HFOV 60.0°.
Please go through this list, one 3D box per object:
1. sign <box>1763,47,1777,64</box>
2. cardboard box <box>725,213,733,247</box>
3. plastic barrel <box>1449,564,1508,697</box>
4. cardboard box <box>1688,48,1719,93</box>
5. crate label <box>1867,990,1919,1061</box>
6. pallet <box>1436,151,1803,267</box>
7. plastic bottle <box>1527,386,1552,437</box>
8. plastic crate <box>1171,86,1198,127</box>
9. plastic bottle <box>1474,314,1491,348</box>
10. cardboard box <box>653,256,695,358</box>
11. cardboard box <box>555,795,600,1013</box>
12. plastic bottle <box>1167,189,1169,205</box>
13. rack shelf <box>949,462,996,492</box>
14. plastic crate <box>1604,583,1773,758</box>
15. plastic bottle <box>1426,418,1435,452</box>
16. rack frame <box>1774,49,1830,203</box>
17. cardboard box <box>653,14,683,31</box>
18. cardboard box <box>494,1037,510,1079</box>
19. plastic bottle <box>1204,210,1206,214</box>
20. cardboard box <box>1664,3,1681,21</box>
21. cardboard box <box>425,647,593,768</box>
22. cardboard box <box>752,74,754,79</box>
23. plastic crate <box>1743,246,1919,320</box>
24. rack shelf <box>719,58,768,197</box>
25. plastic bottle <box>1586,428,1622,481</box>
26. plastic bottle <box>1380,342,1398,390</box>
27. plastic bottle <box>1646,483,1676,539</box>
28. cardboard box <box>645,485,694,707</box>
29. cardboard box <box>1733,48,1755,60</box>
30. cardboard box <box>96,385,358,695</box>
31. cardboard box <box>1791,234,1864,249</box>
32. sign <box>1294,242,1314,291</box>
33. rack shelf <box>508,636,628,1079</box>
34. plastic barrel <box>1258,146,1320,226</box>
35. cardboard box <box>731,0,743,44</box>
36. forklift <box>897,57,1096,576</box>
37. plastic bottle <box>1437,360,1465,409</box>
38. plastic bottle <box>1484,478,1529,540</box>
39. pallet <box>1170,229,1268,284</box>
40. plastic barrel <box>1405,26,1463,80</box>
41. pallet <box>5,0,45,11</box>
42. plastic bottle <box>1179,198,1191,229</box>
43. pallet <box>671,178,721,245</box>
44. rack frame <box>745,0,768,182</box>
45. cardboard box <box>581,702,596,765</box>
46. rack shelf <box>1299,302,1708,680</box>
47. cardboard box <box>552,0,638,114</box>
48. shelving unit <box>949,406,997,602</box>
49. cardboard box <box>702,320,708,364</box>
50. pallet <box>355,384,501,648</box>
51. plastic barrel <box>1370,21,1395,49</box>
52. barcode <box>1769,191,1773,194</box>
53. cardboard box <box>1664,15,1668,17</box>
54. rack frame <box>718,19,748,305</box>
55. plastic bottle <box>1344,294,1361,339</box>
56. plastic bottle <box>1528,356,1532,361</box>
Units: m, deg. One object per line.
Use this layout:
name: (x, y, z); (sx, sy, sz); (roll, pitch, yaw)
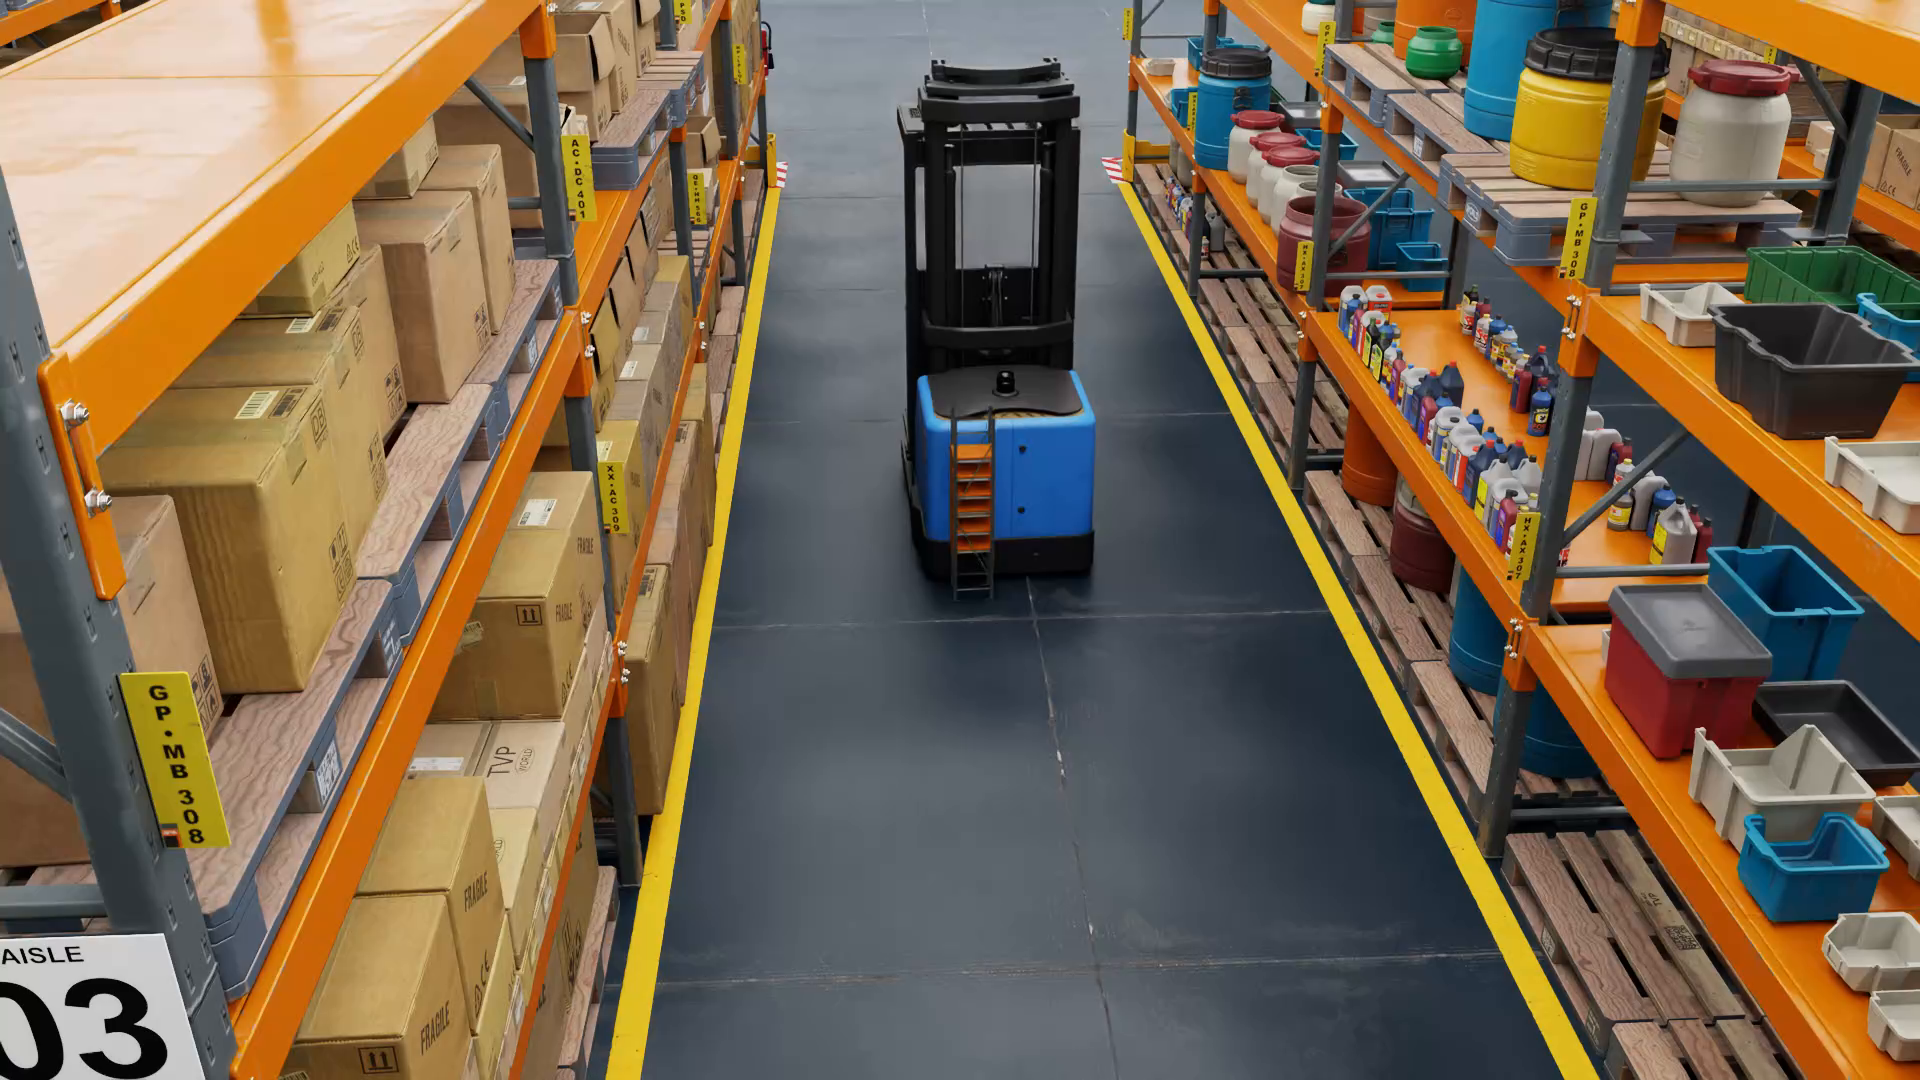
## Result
sign: (6.946, -4.077, 14.301); (0.100, 0.325, 0.005); (-1, 28, -3)
cardboard box: (-2.411, -2.962, 15.435); (0.500, 0.500, 0.500); (7, 28, 14)
plastic barrel: (2.923, 0.306, 8.734); (0.600, 0.901, 0.708); (-1, 28, -3)
cardboard box: (7.415, -4.396, 15.827); (0.700, 0.500, 0.500); (-1, 28, -2)
crate label: (2.917, 1.444, 4.959); (0.396, 0.136, 0.243); (-1, 28, -3)
pallet: (2.833, -1.465, 7.276); (1.213, 0.211, 1.003); (-1, 28, -3)
plastic bottle: (3.134, -0.701, 8.989); (0.097, 0.271, 0.097); (0, 28, 0)
plastic crate: (2.225, -3.992, 15.322); (0.499, 0.251, 0.616); (-1, 28, -3)
plastic bottle: (3.210, -1.282, 10.179); (0.097, 0.201, 0.097); (0, 28, 0)
cardboard box: (-1.910, -1.409, 10.101); (0.500, 0.500, 0.500); (-1, 28, -1)
cardboard box: (-2.020, 1.323, 6.814); (0.875, 0.875, 0.875); (-1, 28, -3)
plastic bottle: (2.134, -3.463, 16.696); (0.097, 0.201, 0.097); (0, 28, 0)
rack shelf: (0.074, -0.375, 9.745); (0.258, 0.103, 0.180); (-2, 29, -5)
plastic crate: (2.768, 0.504, 6.406); (0.402, 0.464, 0.583); (-1, 28, -3)
plastic bottle: (2.530, -0.569, 8.813); (0.097, 0.201, 0.097); (0, 28, 0)
rack frame: (7.500, -3.672, 14.546); (1.000, 3.000, 0.127); (-1, 28, -3)
cardboard box: (-1.951, -3.406, 10.145); (0.500, 0.500, 0.500); (-1, 28, -2)
cardboard box: (-1.510, 1.572, 4.763); (0.380, 0.149, 0.250); (-2, 28, -4)
plastic bottle: (2.306, -3.087, 15.887); (0.061, 0.283, 0.133); (-1, 28, -3)
cardboard box: (7.366, -5.423, 16.392); (0.700, 0.500, 0.500); (-1, 28, -2)
cardboard box: (-1.660, 0.631, 6.136); (0.500, 0.250, 0.500); (-1, 28, -1)
cardboard box: (-2.303, -4.814, 17.008); (0.380, 0.149, 0.250); (-1, 28, -3)
plastic crate: (3.295, -0.907, 6.231); (0.450, 0.188, 0.662); (-1, 28, -3)
rack shelf: (-2.497, -4.039, 16.028); (1.077, 0.370, 4.000); (-1, 28, -3)
plastic bottle: (3.279, -0.455, 8.513); (0.152, 0.276, 0.135); (-1, 28, -3)
plastic bottle: (2.484, -1.006, 9.574); (0.097, 0.271, 0.097); (0, 28, 0)
plastic bottle: (3.342, -0.141, 7.917); (0.097, 0.271, 0.097); (0, 28, 0)
cardboard box: (-2.076, 0.308, 8.759); (1.225, 0.875, 0.875); (-2, 28, -4)
cardboard box: (7.245, -4.359, 15.055); (0.380, 0.149, 0.250); (-2, 28, -4)
cardboard box: (-1.756, 0.001, 3.590); (0.700, 0.500, 0.500); (-2, 28, -5)
cardboard box: (7.294, -2.459, 14.134); (0.500, 0.311, 0.500); (-2, 28, -3)
sign: (2.214, -1.762, 10.709); (0.100, 0.325, 0.005); (-1, 28, -3)
rack shelf: (-1.870, 1.503, 5.403); (1.077, 0.370, 4.000); (-1, 28, -3)
plastic barrel: (2.446, -2.628, 12.399); (0.433, 0.535, 0.433); (0, 28, 0)
cardboard box: (-2.190, -4.499, 14.621); (0.500, 0.500, 0.500); (-1, 28, -3)
forklift: (0.174, -1.729, 10.896); (1.130, 2.935, 3.031); (-2, 28, -5)
plastic bottle: (2.684, -0.829, 9.148); (0.144, 0.351, 0.185); (-1, 28, -3)
plastic bottle: (2.609, -0.147, 7.923); (0.152, 0.276, 0.135); (-1, 28, -3)
pallet: (2.560, -2.629, 15.562); (1.003, 0.211, 1.213); (-1, 28, -3)
plastic barrel: (2.588, -2.659, 9.075); (0.294, 0.245, 0.294); (0, 28, 0)
pallet: (-7.254, -4.184, 12.492); (0.805, 0.209, 1.217); (-2, 28, -5)
plastic bottle: (2.201, -3.145, 16.005); (0.152, 0.276, 0.135); (-1, 28, -2)
pallet: (-2.328, -2.415, 12.344); (1.003, 0.211, 1.213); (-1, 28, -3)
rack frame: (-2.601, -5.282, 17.633); (1.000, 3.000, 0.127); (-1, 28, -3)
cardboard box: (-1.605, 0.742, 6.356); (0.380, 0.149, 0.250); (-2, 28, -4)
rack shelf: (2.867, -0.464, 9.174); (1.077, 0.370, 4.000); (-1, 28, -3)
cardboard box: (-1.947, -2.471, 8.438); (0.500, 0.500, 0.500); (0, 28, 0)
shelving unit: (0.074, -0.203, 9.838); (0.258, 1.200, 0.189); (-2, 29, -5)
cardboard box: (-2.317, -1.500, 12.610); (0.700, 0.500, 0.500); (1, 28, 2)
pallet: (-1.882, -0.090, 4.532); (1.003, 0.211, 1.213); (-1, 28, -3)
plastic barrel: (2.699, -3.081, 10.337); (0.294, 0.245, 0.294); (0, 28, 0)
barcode: (7.098, -3.056, 14.555); (0.001, 0.075, 0.075); (-1, 28, -3)
cardboard box: (7.153, -5.188, 16.644); (0.380, 0.149, 0.250); (-2, 28, -4)
rack frame: (-2.393, -3.434, 14.091); (1.000, 3.000, 0.127); (-1, 28, -3)
plastic bottle: (2.441, -1.388, 10.306); (0.097, 0.271, 0.097); (0, 28, 0)
plastic bottle: (3.269, -0.951, 9.455); (0.061, 0.283, 0.133); (-1, 28, -3)
